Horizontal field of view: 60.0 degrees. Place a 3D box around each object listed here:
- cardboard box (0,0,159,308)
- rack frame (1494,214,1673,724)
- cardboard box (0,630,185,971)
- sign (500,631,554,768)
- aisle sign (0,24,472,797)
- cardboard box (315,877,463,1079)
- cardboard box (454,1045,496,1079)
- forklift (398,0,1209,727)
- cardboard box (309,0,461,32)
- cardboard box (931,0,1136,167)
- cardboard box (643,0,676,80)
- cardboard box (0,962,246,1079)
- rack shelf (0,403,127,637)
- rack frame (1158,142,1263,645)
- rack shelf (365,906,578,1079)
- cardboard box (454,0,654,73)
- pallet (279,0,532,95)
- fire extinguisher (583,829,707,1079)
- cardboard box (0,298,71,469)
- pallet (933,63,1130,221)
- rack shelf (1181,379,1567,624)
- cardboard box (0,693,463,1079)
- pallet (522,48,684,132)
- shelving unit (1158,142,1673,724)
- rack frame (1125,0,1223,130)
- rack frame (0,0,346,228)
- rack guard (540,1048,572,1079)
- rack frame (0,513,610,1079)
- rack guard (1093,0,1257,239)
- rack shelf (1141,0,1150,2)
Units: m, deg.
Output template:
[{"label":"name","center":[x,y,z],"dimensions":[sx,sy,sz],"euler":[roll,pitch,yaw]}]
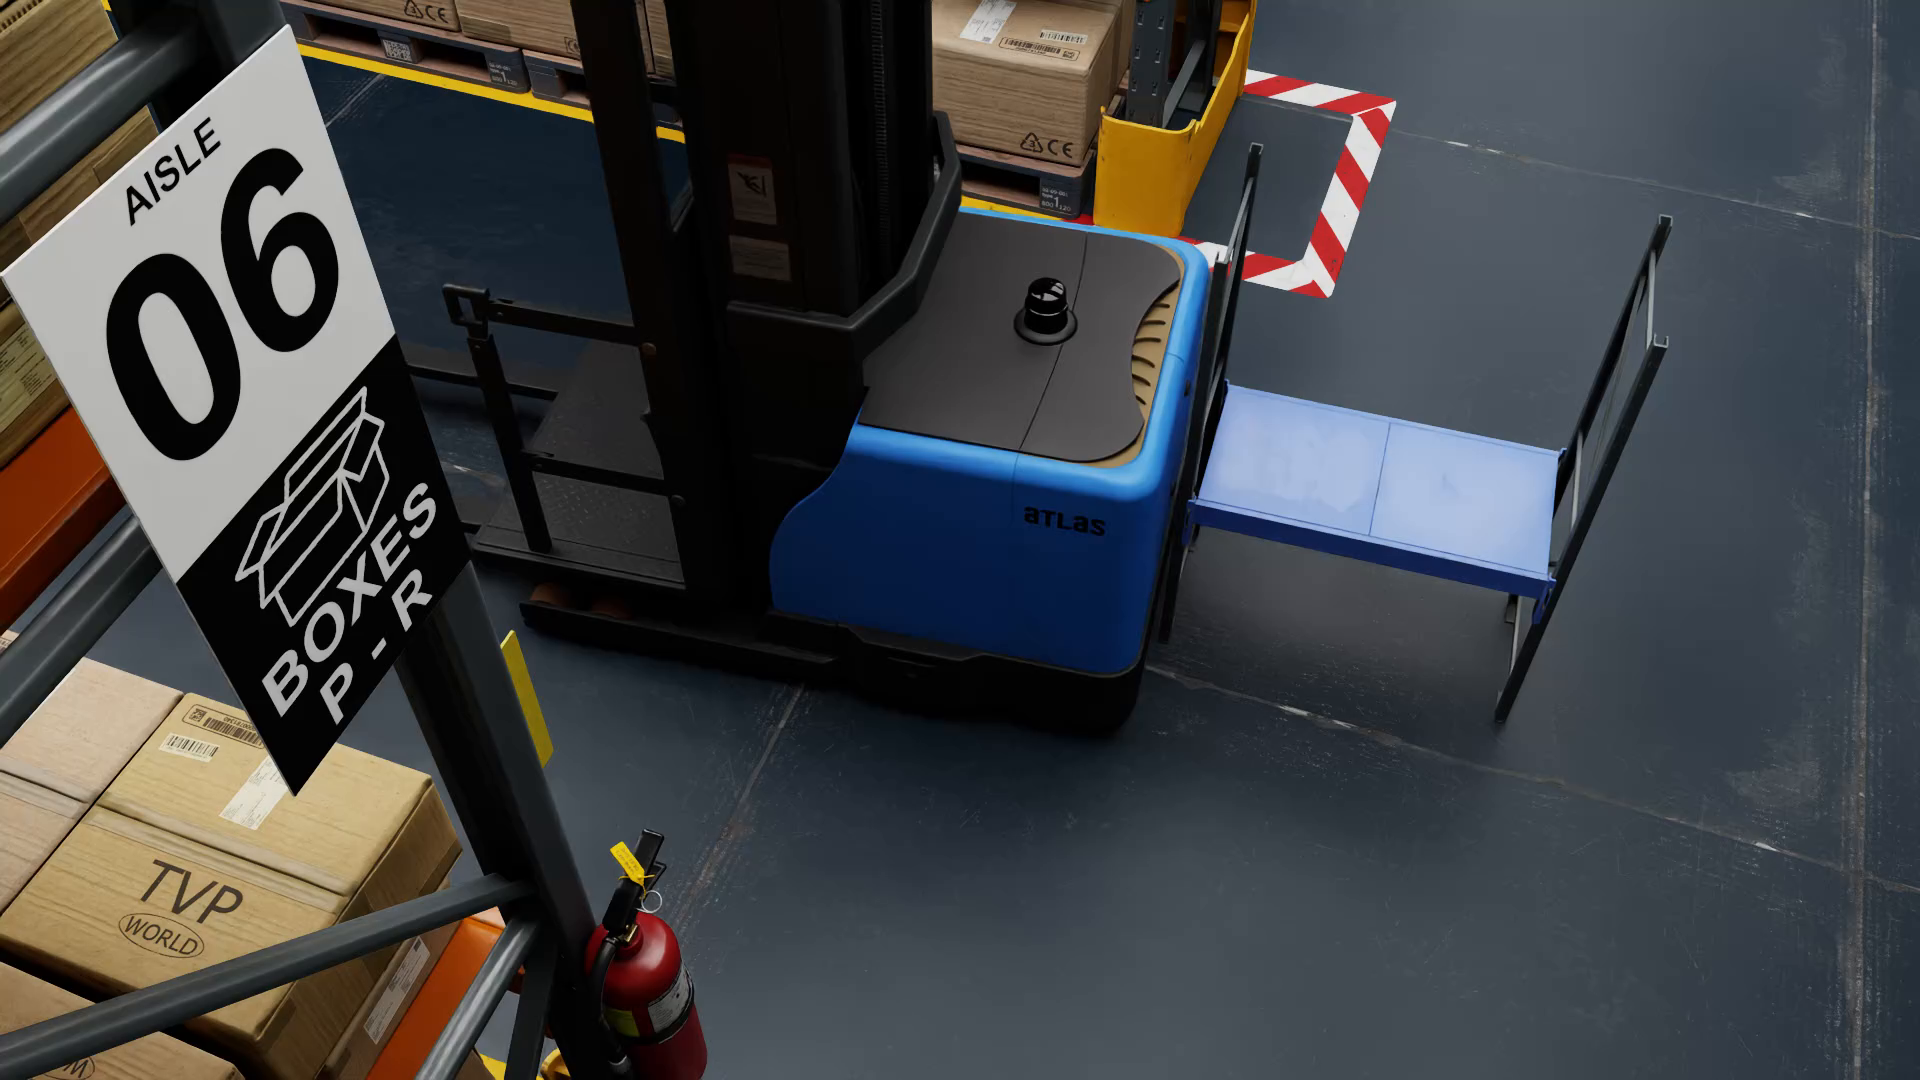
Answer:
[{"label":"cardboard box","center":[-1.199,-0.396,1.668],"dimensions":[0.500,0.250,0.500],"euler":[15,51,13]},{"label":"rack frame","center":[1.670,-0.130,4.513],"dimensions":[0.032,1.500,0.500],"euler":[13,50,11]},{"label":"cardboard box","center":[-1.683,0.455,2.916],"dimensions":[0.500,0.250,0.500],"euler":[16,51,14]},{"label":"sign","center":[-0.690,0.277,2.595],"dimensions":[0.005,0.325,0.100],"euler":[16,51,13]},{"label":"aisle sign","center":[-0.712,-0.097,1.771],"dimensions":[0.004,0.787,0.394],"euler":[16,51,13]},{"label":"cardboard box","center":[-1.091,0.747,2.927],"dimensions":[0.250,0.149,0.380],"euler":[15,51,13]},{"label":"cardboard box","center":[-1.419,1.398,3.570],"dimensions":[0.637,0.503,0.797],"euler":[14,51,12]},{"label":"forklift","center":[-0.856,-1.014,4.332],"dimensions":[3.031,2.935,1.130],"euler":[11,50,9]},{"label":"cardboard box","center":[-2.362,-2.680,7.148],"dimensions":[0.875,0.438,0.875],"euler":[15,51,13]},{"label":"cardboard box","center":[0.185,-1.975,6.537],"dimensions":[0.875,0.438,0.875],"euler":[14,51,12]},{"label":"cardboard box","center":[-0.676,-2.209,6.739],"dimensions":[0.875,0.438,0.875],"euler":[17,51,14]},{"label":"cardboard box","center":[-1.401,0.964,2.474],"dimensions":[0.500,0.250,0.500],"euler":[17,51,14]},{"label":"rack shelf","center":[-2.754,-0.326,2.181],"dimensions":[4.000,0.370,1.077],"euler":[16,51,13]},{"label":"rack frame","center":[0.697,-0.353,4.706],"dimensions":[0.032,1.500,0.500],"euler":[13,50,11]},{"label":"rack shelf","center":[-2.754,0.657,3.314],"dimensions":[4.000,0.370,1.077],"euler":[16,51,13]},{"label":"cardboard box","center":[-1.522,-2.446,6.945],"dimensions":[0.875,0.438,0.875],"euler":[14,51,12]},{"label":"pallet","center":[-2.227,-2.454,7.380],"dimensions":[1.213,0.211,1.003],"euler":[16,51,13]},{"label":"fire extinguisher","center":[-0.580,0.803,3.009],"dimensions":[0.183,0.674,0.296],"euler":[16,51,13]},{"label":"cardboard box","center":[-1.096,-0.204,1.765],"dimensions":[0.250,0.149,0.380],"euler":[17,51,14]},{"label":"pallet","center":[0.062,-1.815,6.826],"dimensions":[1.213,0.211,1.003],"euler":[16,51,13]},{"label":"rack shelf","center":[1.183,-0.124,4.745],"dimensions":[1.000,0.185,0.538],"euler":[13,50,11]},{"label":"cardboard box","center":[-1.210,0.587,2.801],"dimensions":[0.500,0.250,0.500],"euler":[16,51,13]},{"label":"pallet","center":[-1.079,-2.136,7.104],"dimensions":[1.213,0.211,1.003],"euler":[16,51,13]},{"label":"shelving unit","center":[1.183,-0.242,4.609],"dimensions":[1.048,1.500,0.538],"euler":[13,50,11]},{"label":"rack frame","center":[0.839,-2.575,5.639],"dimensions":[0.127,3.000,1.000],"euler":[16,51,13]},{"label":"rack frame","center":[-0.878,-1.020,0.322],"dimensions":[0.127,3.000,1.000],"euler":[16,51,13]},{"label":"rack guard","center":[-0.949,1.744,3.550],"dimensions":[0.348,0.500,1.175],"euler":[16,51,13]},{"label":"rack frame","center":[-0.878,0.945,2.589],"dimensions":[0.127,3.000,1.000],"euler":[16,51,13]},{"label":"rack guard","center":[0.861,-1.750,6.578],"dimensions":[0.348,0.500,1.175],"euler":[16,51,13]},{"label":"rack shelf","center":[-1.037,-2.863,6.365],"dimensions":[4.000,0.370,1.077],"euler":[16,51,13]}]
